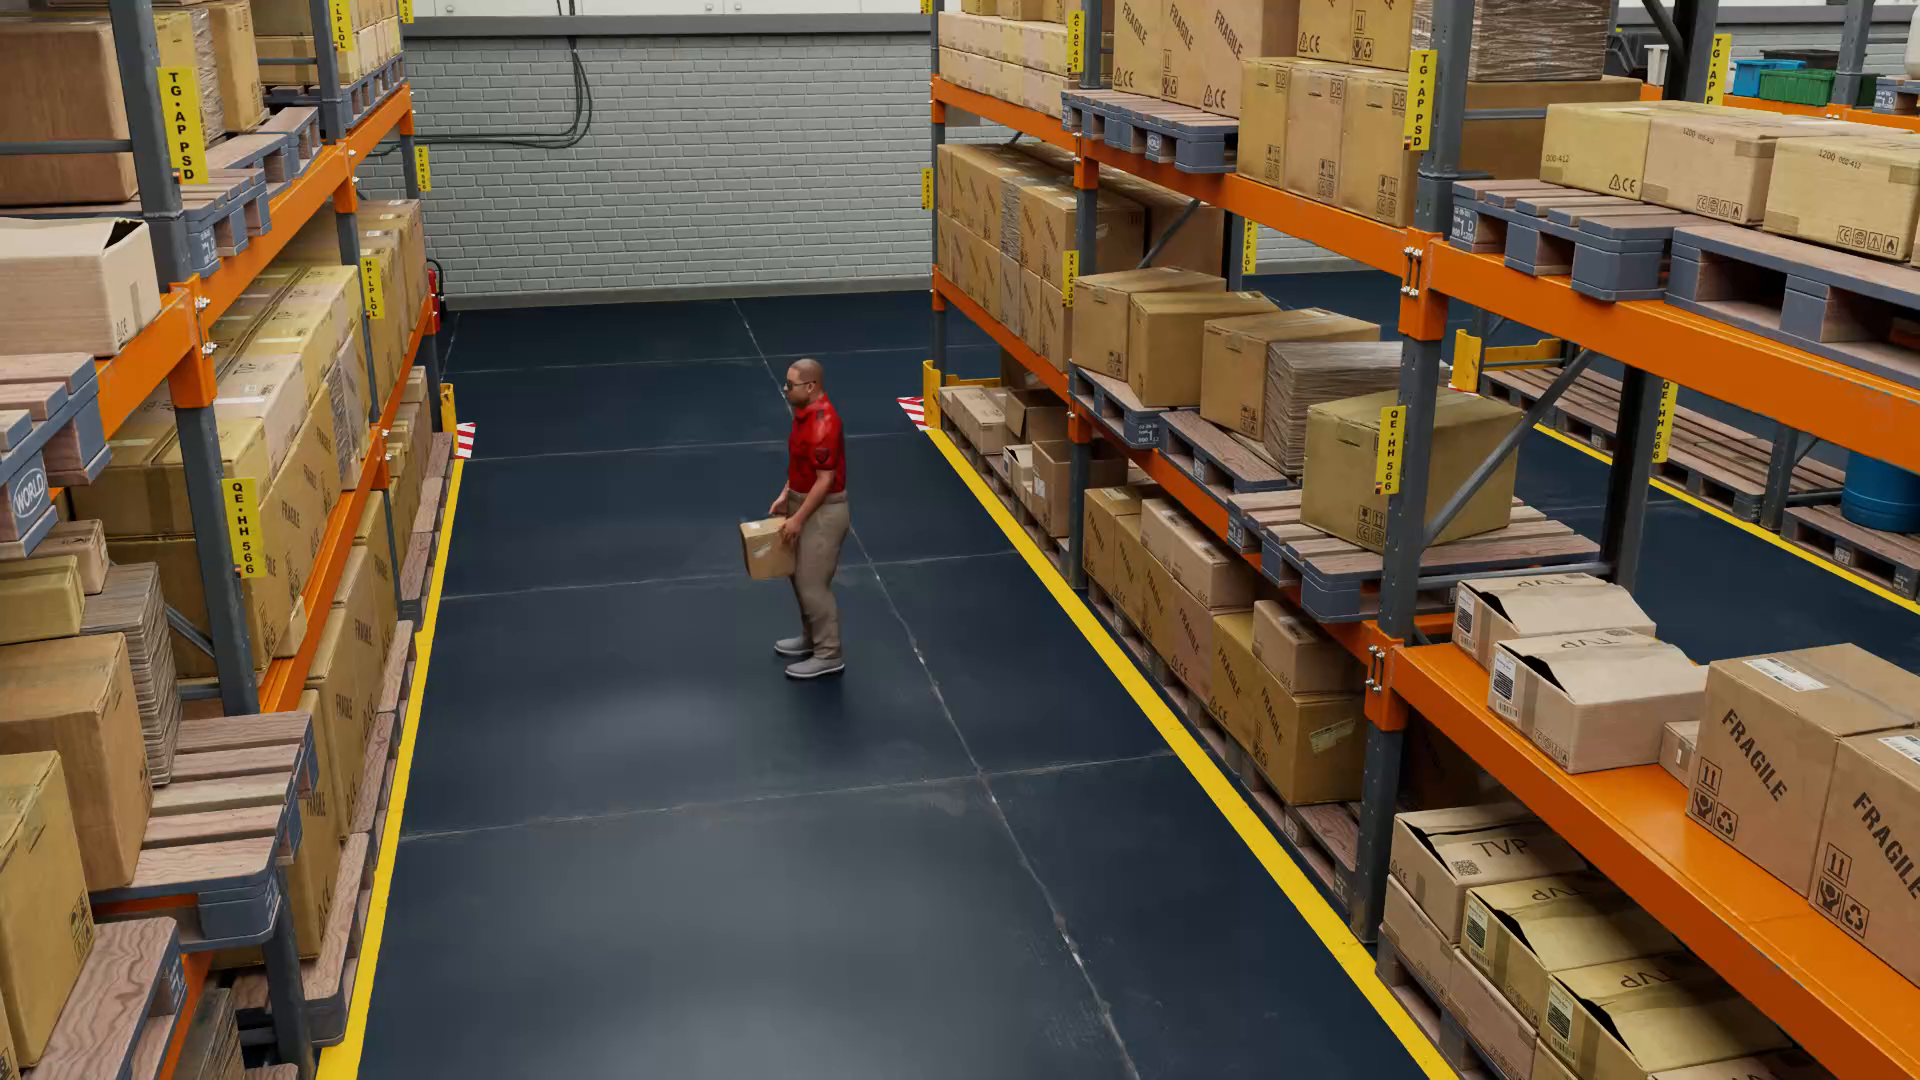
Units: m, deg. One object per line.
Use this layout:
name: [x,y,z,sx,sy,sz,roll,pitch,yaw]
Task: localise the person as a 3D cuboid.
person: [-0.807,-0.131,8.952,0.405,1.732,0.547,-5,20,-14]
